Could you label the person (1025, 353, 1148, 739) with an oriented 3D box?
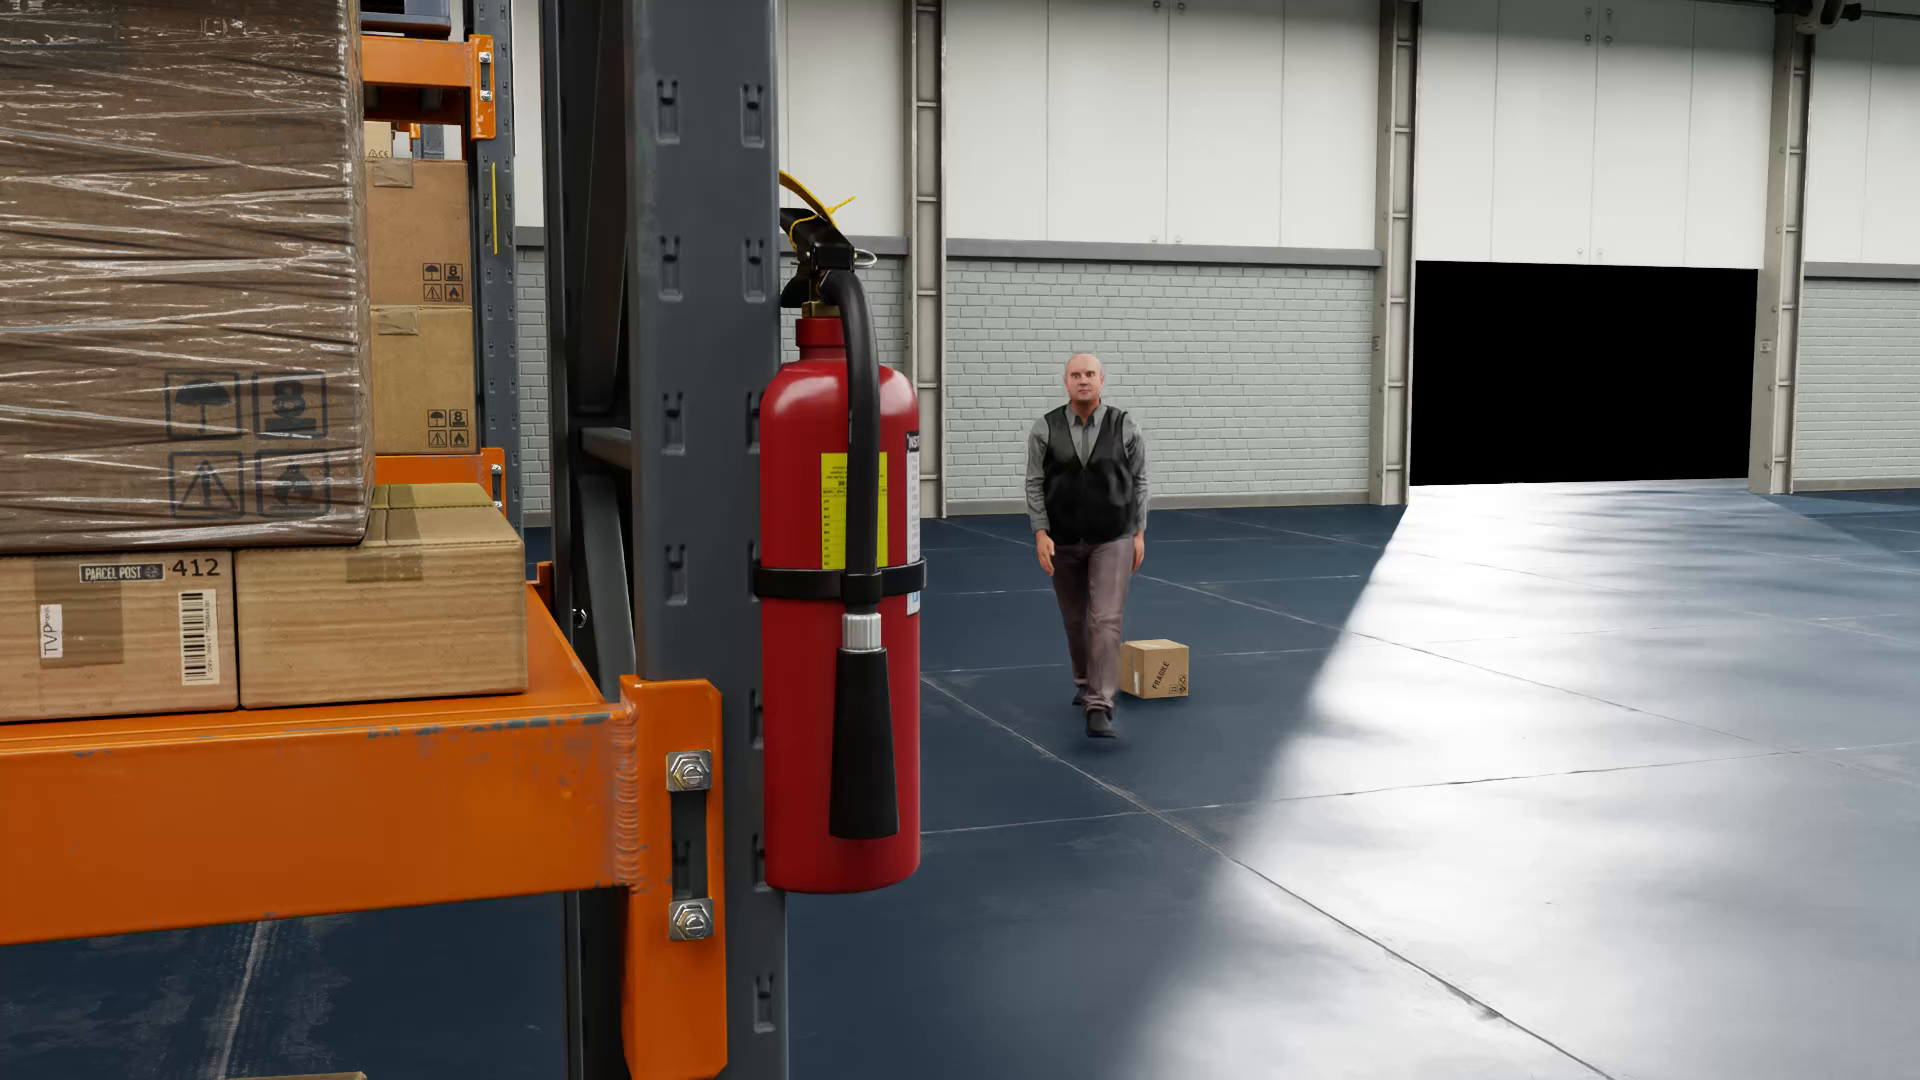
[{"bbox_3d":[0.554,-0.002,7.450,0.537,1.653,1.033,1,6,14],"label":"person"}]
